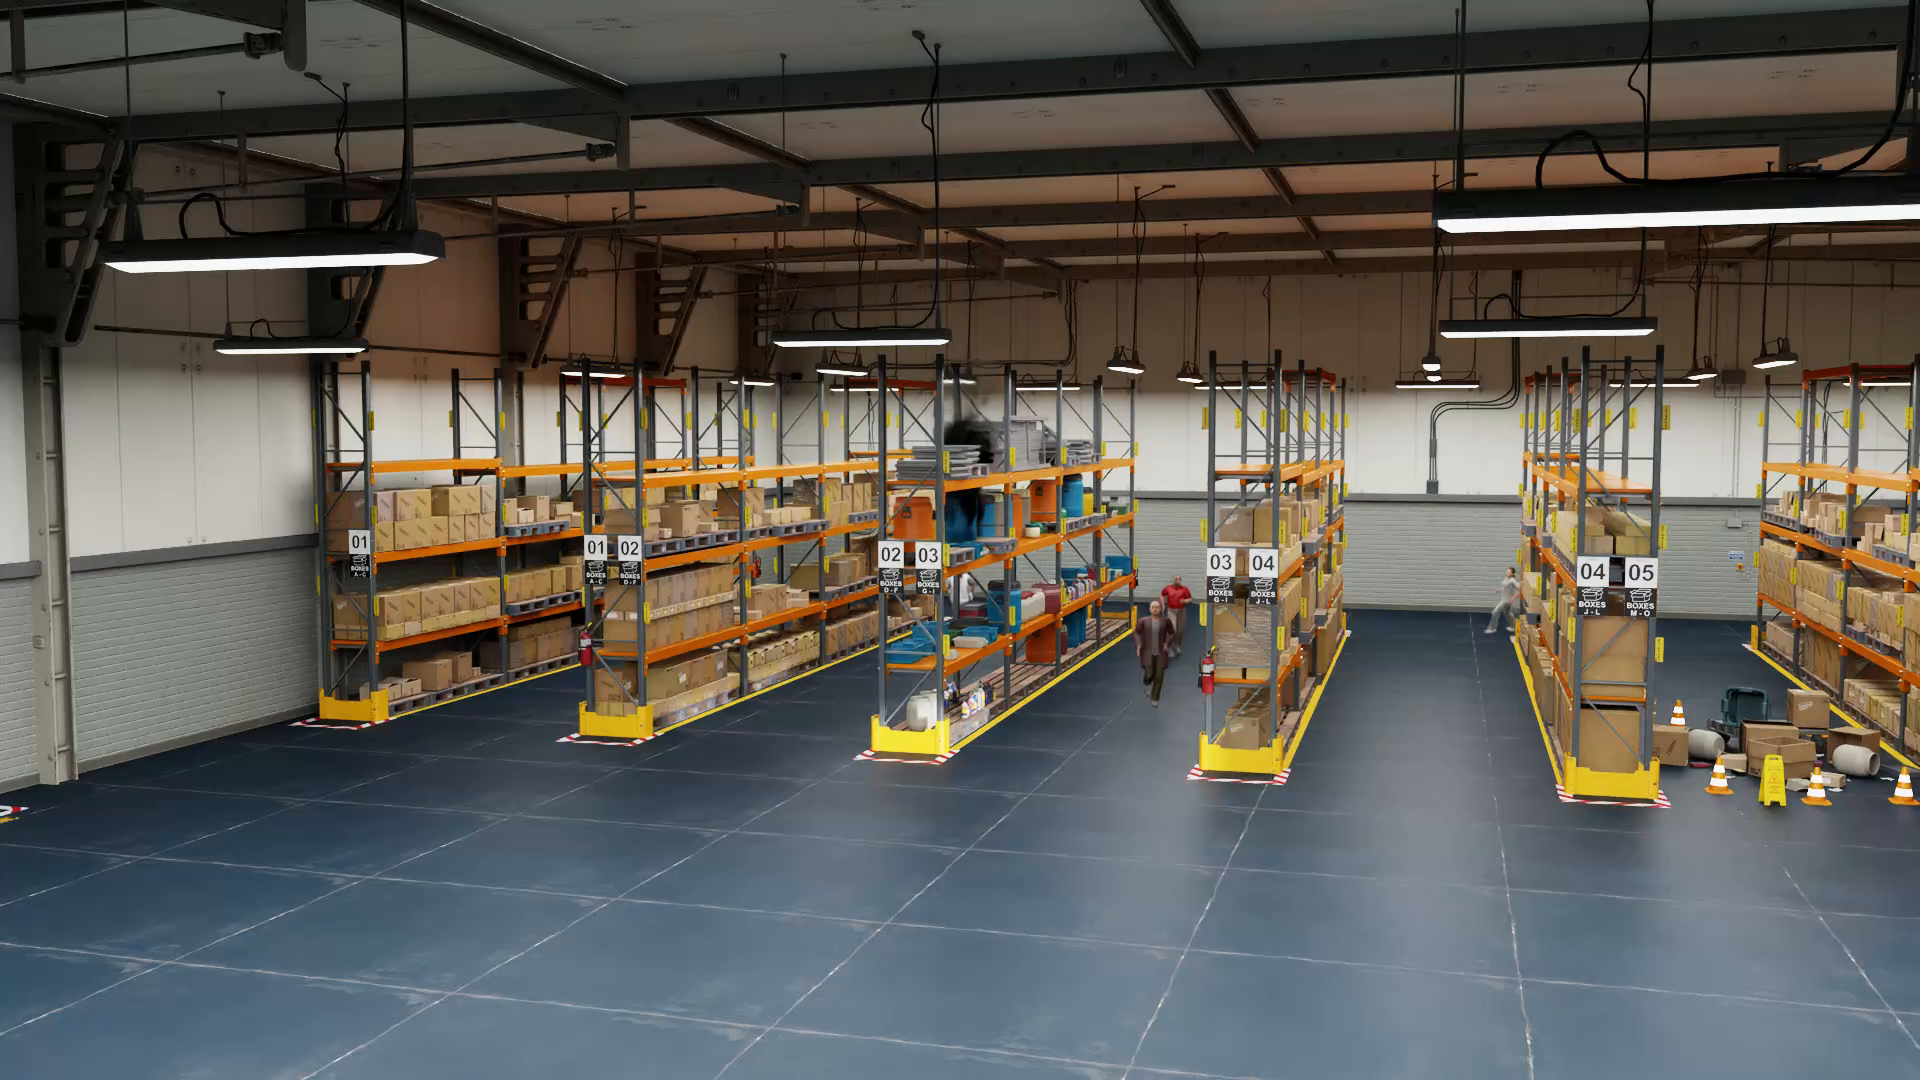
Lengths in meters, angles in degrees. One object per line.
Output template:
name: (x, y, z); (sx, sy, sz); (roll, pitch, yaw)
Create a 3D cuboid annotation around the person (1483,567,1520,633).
person: (12.746, 1.407, 39.095); (0.832, 1.615, 0.725); (1, 4, 18)

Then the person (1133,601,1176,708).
person: (3.224, 1.882, 27.555); (0.709, 1.748, 0.640); (0, 4, 3)

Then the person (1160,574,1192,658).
person: (4.609, 1.626, 35.408); (0.631, 1.798, 0.768); (0, 4, -2)

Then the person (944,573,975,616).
person: (-0.025, 1.418, 37.461); (0.679, 1.799, 0.982); (1, 4, 7)
